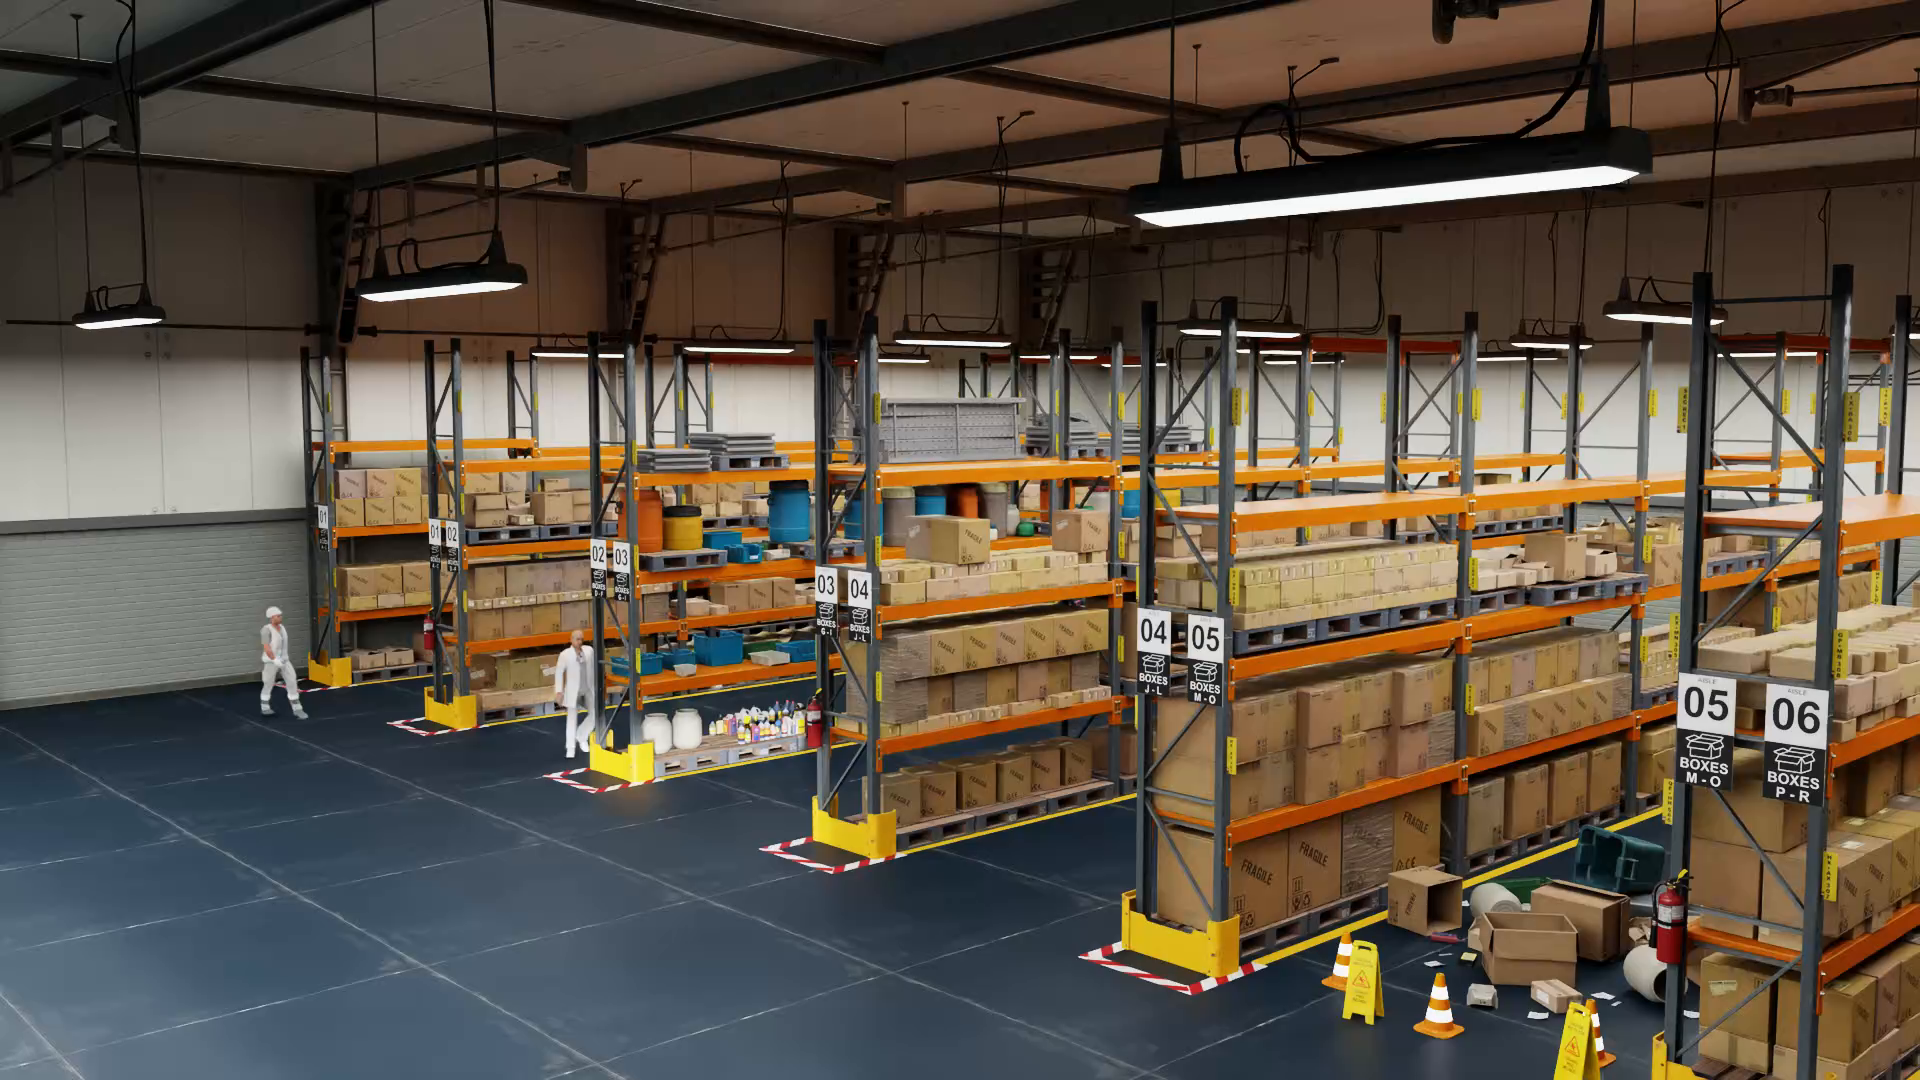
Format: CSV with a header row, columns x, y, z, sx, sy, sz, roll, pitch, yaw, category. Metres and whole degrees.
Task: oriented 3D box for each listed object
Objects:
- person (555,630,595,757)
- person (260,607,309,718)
x,y,z,sx,sy,sz,roll,pitch,yaw,category
-5.453,2.180,23.805,0.731,1.789,0.587,-3,6,-30,person
-10.811,1.941,26.367,0.931,1.756,0.506,3,6,33,person
